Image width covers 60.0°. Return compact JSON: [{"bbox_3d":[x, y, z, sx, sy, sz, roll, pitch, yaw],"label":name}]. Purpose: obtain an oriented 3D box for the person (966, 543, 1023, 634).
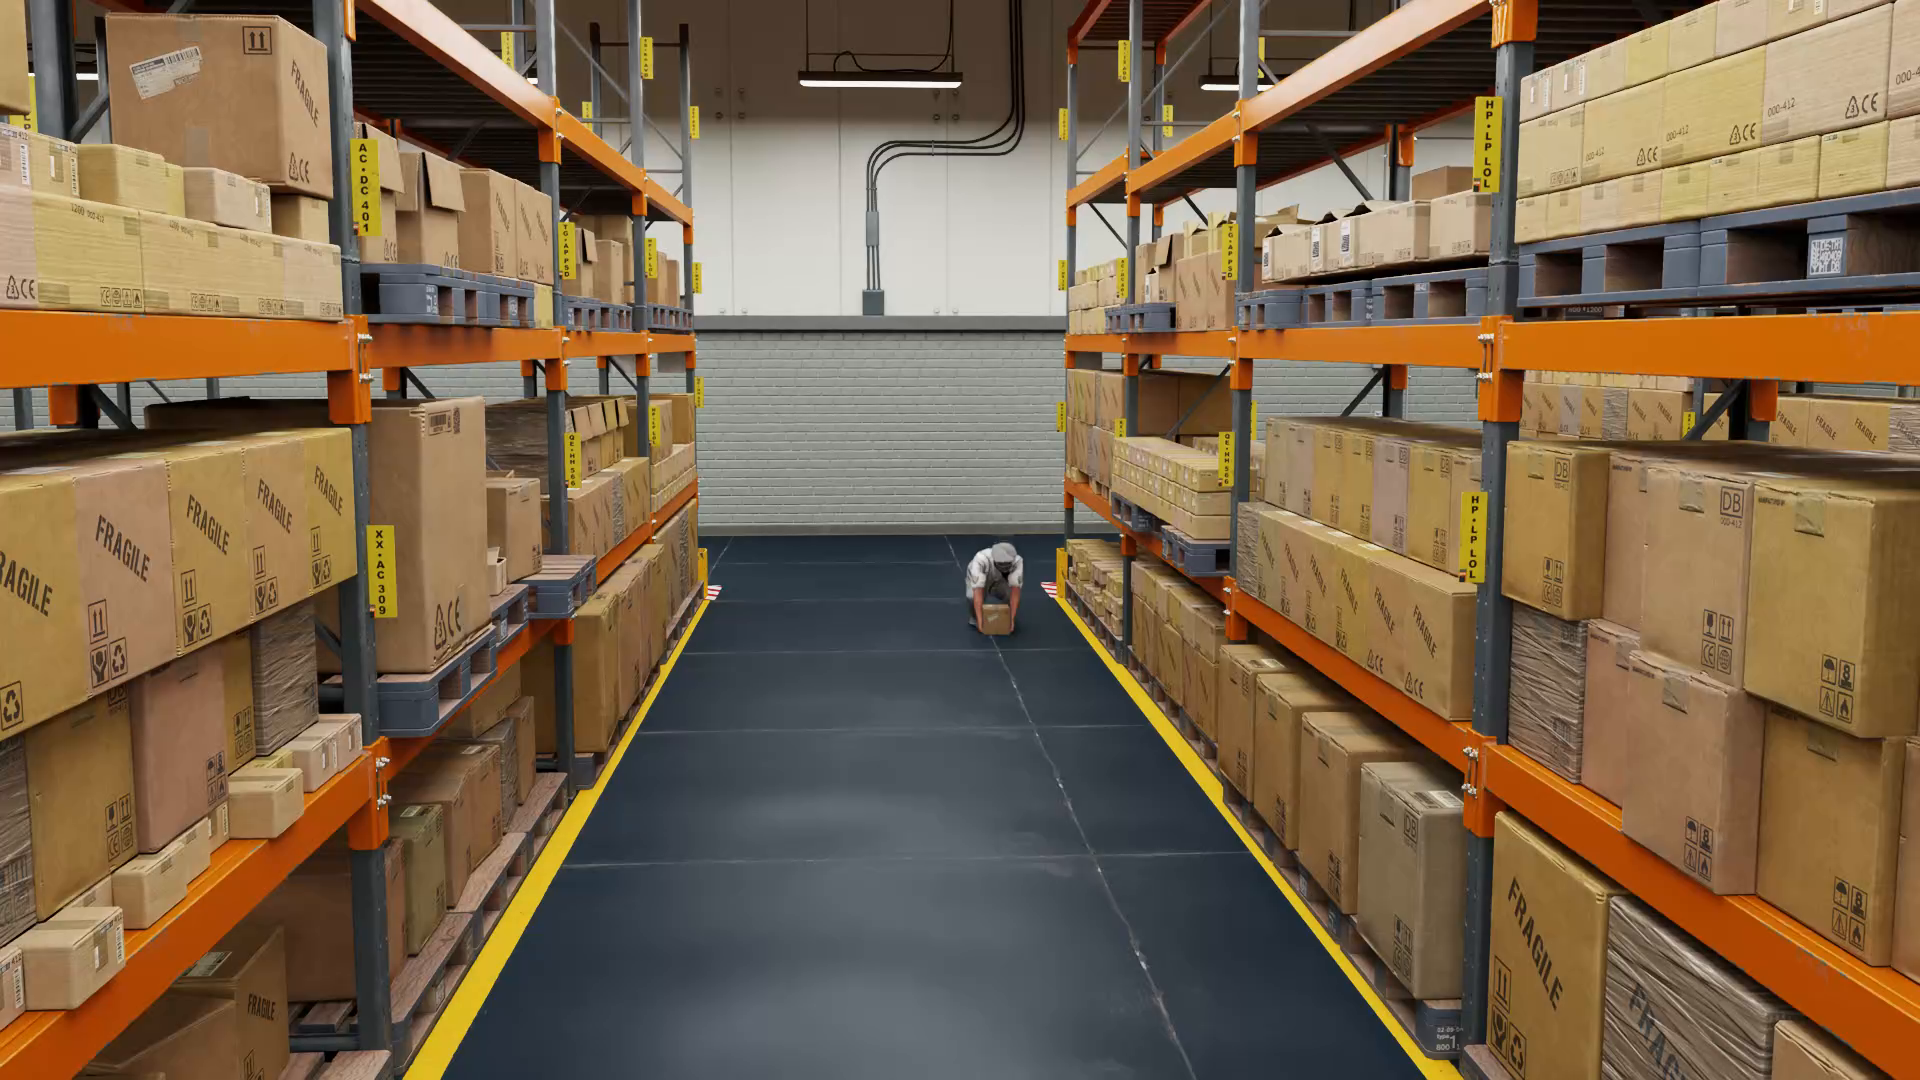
[{"bbox_3d":[0.325,0.436,16.018,0.548,0.901,0.968,-1,7,-5],"label":"person"}]
